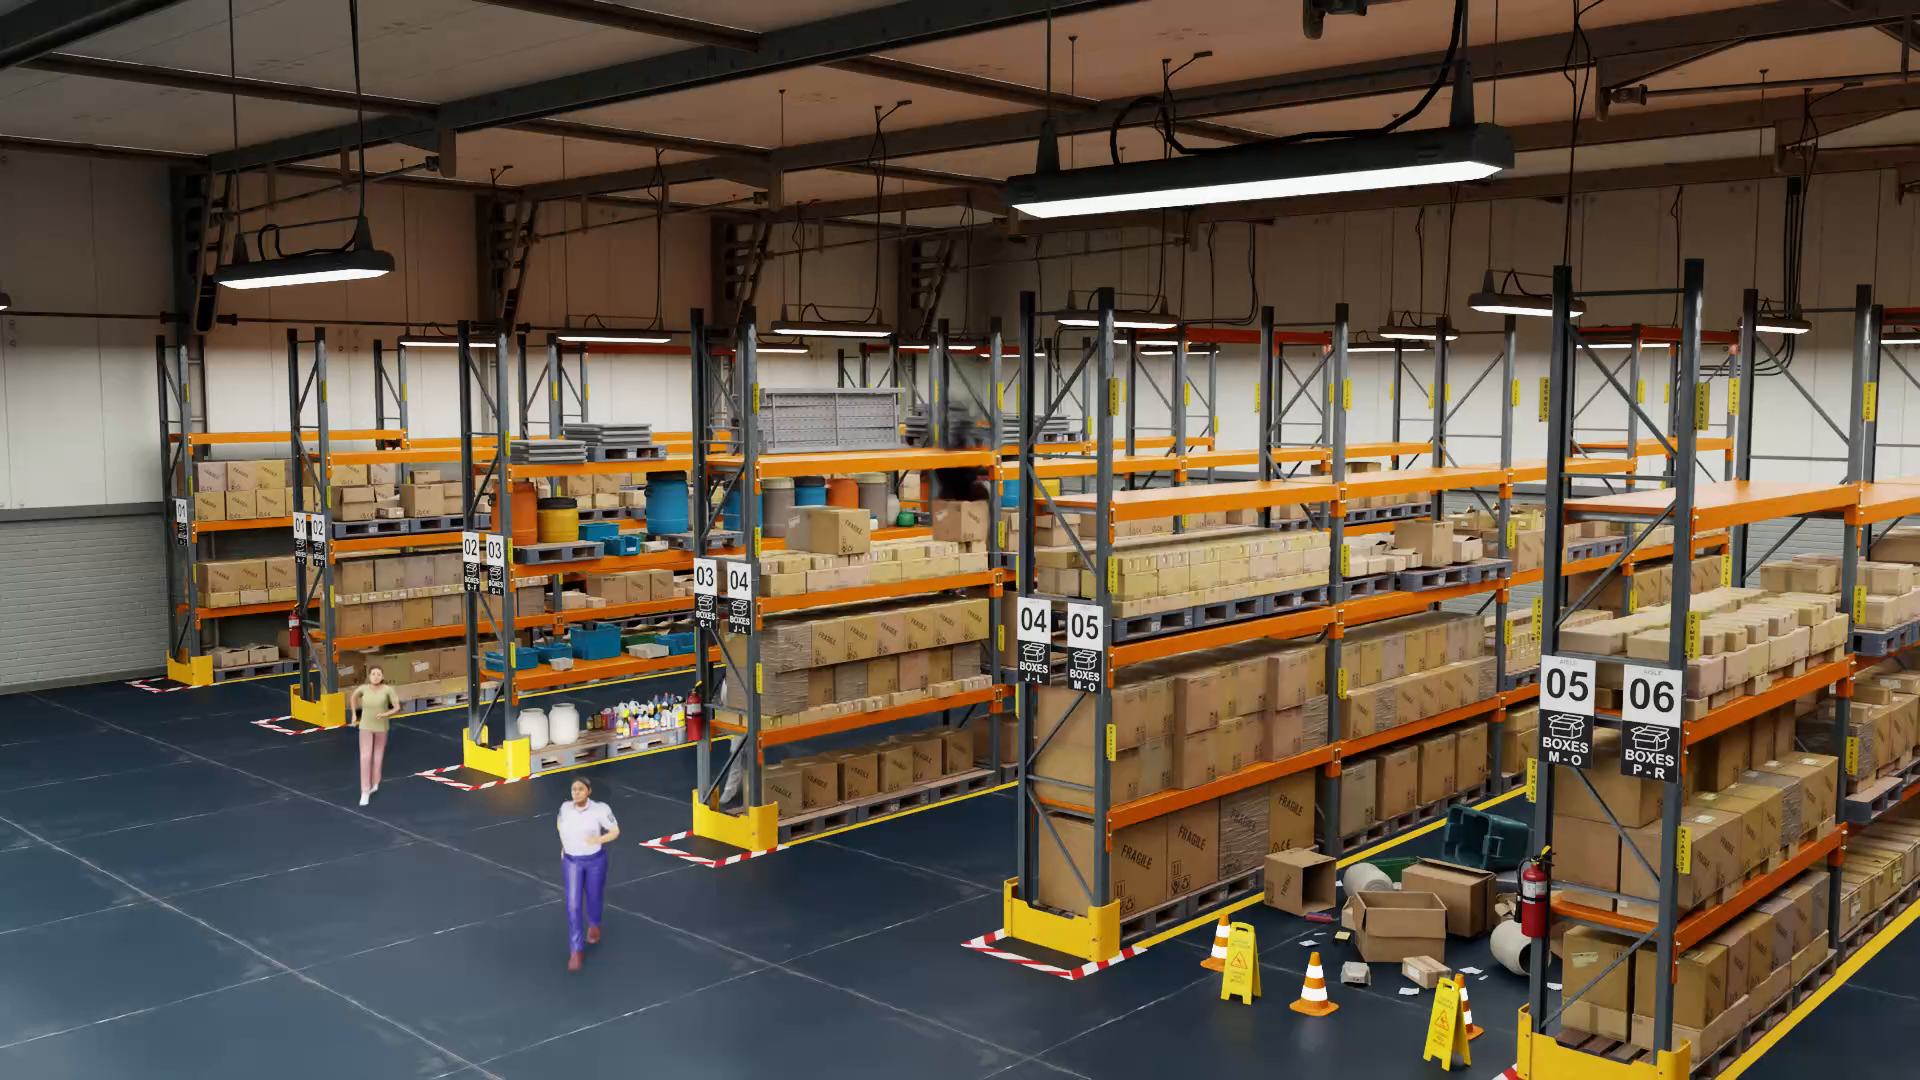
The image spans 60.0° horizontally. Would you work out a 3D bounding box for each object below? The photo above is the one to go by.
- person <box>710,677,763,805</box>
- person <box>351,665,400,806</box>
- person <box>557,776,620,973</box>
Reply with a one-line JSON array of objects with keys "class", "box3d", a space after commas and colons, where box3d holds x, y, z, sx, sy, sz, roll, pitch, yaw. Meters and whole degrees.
[{"class": "person", "box3d": [-2.745, 2.313, 20.784, 0.672, 1.819, 0.928, 5, 7, 41]}, {"class": "person", "box3d": [-7.280, 2.398, 20.753, 0.574, 1.721, 0.745, -2, 6, -19]}, {"class": "person", "box3d": [-3.354, 2.945, 14.994, 0.587, 1.683, 0.866, 0, 5, -5]}]
